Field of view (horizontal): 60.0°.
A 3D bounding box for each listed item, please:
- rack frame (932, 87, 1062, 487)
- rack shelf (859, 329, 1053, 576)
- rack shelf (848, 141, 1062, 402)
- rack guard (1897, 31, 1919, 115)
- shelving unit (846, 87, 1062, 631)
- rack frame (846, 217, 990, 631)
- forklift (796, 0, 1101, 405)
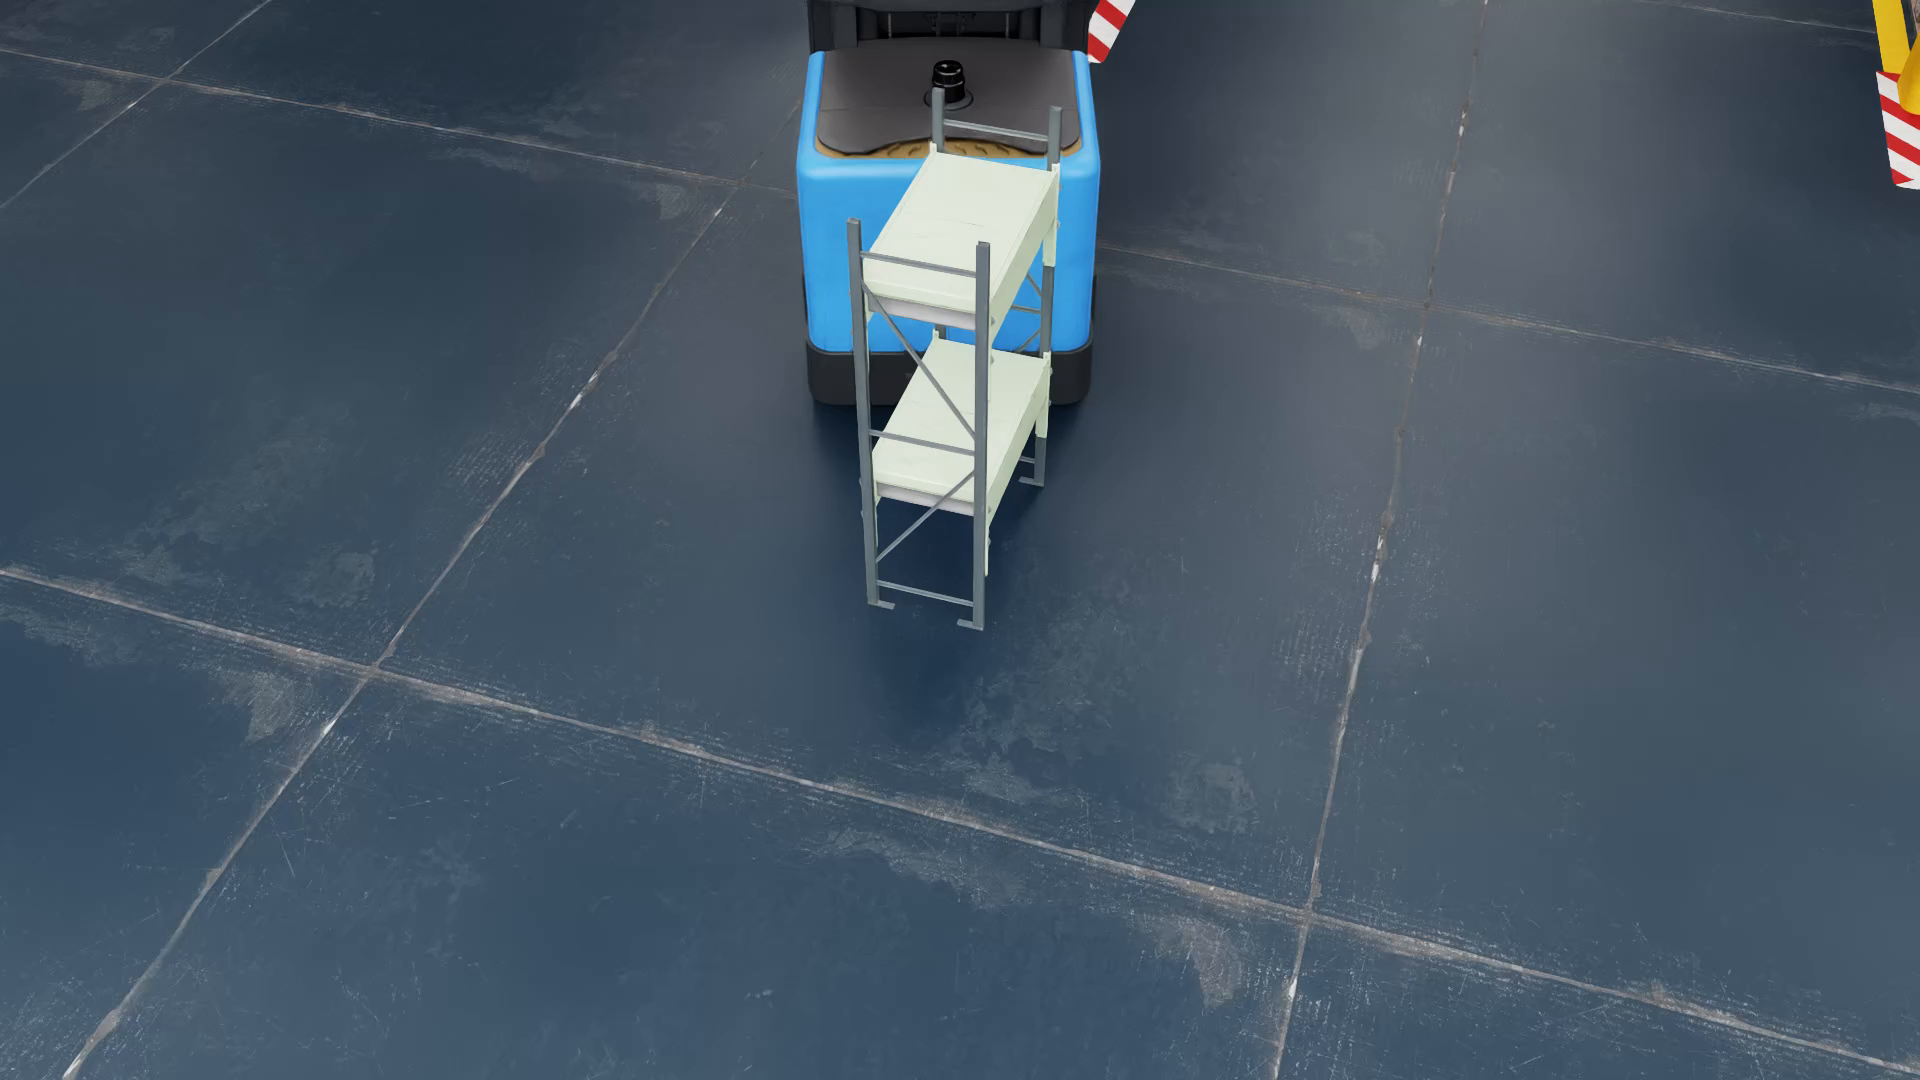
[{"bbox_3d":[0.109,-0.776,5.470,0.400,1.500,0.023,13,46,12],"label":"rack frame"},{"bbox_3d":[-0.002,-0.299,5.449,0.431,0.370,0.720,13,46,12],"label":"rack shelf"},{"bbox_3d":[-0.002,-0.811,4.948,0.431,0.370,0.720,13,46,12],"label":"rack shelf"},{"bbox_3d":[5.027,-2.175,7.615,1.175,0.500,0.348,13,46,13],"label":"rack guard"},{"bbox_3d":[-0.002,-0.532,5.221,0.431,1.500,0.755,13,46,12],"label":"shelving unit"},{"bbox_3d":[-0.113,-0.288,4.972,0.400,1.500,0.023,13,46,12],"label":"rack frame"},{"bbox_3d":[-0.045,-2.555,6.265,1.130,2.935,3.031,0,44,0],"label":"forklift"}]
